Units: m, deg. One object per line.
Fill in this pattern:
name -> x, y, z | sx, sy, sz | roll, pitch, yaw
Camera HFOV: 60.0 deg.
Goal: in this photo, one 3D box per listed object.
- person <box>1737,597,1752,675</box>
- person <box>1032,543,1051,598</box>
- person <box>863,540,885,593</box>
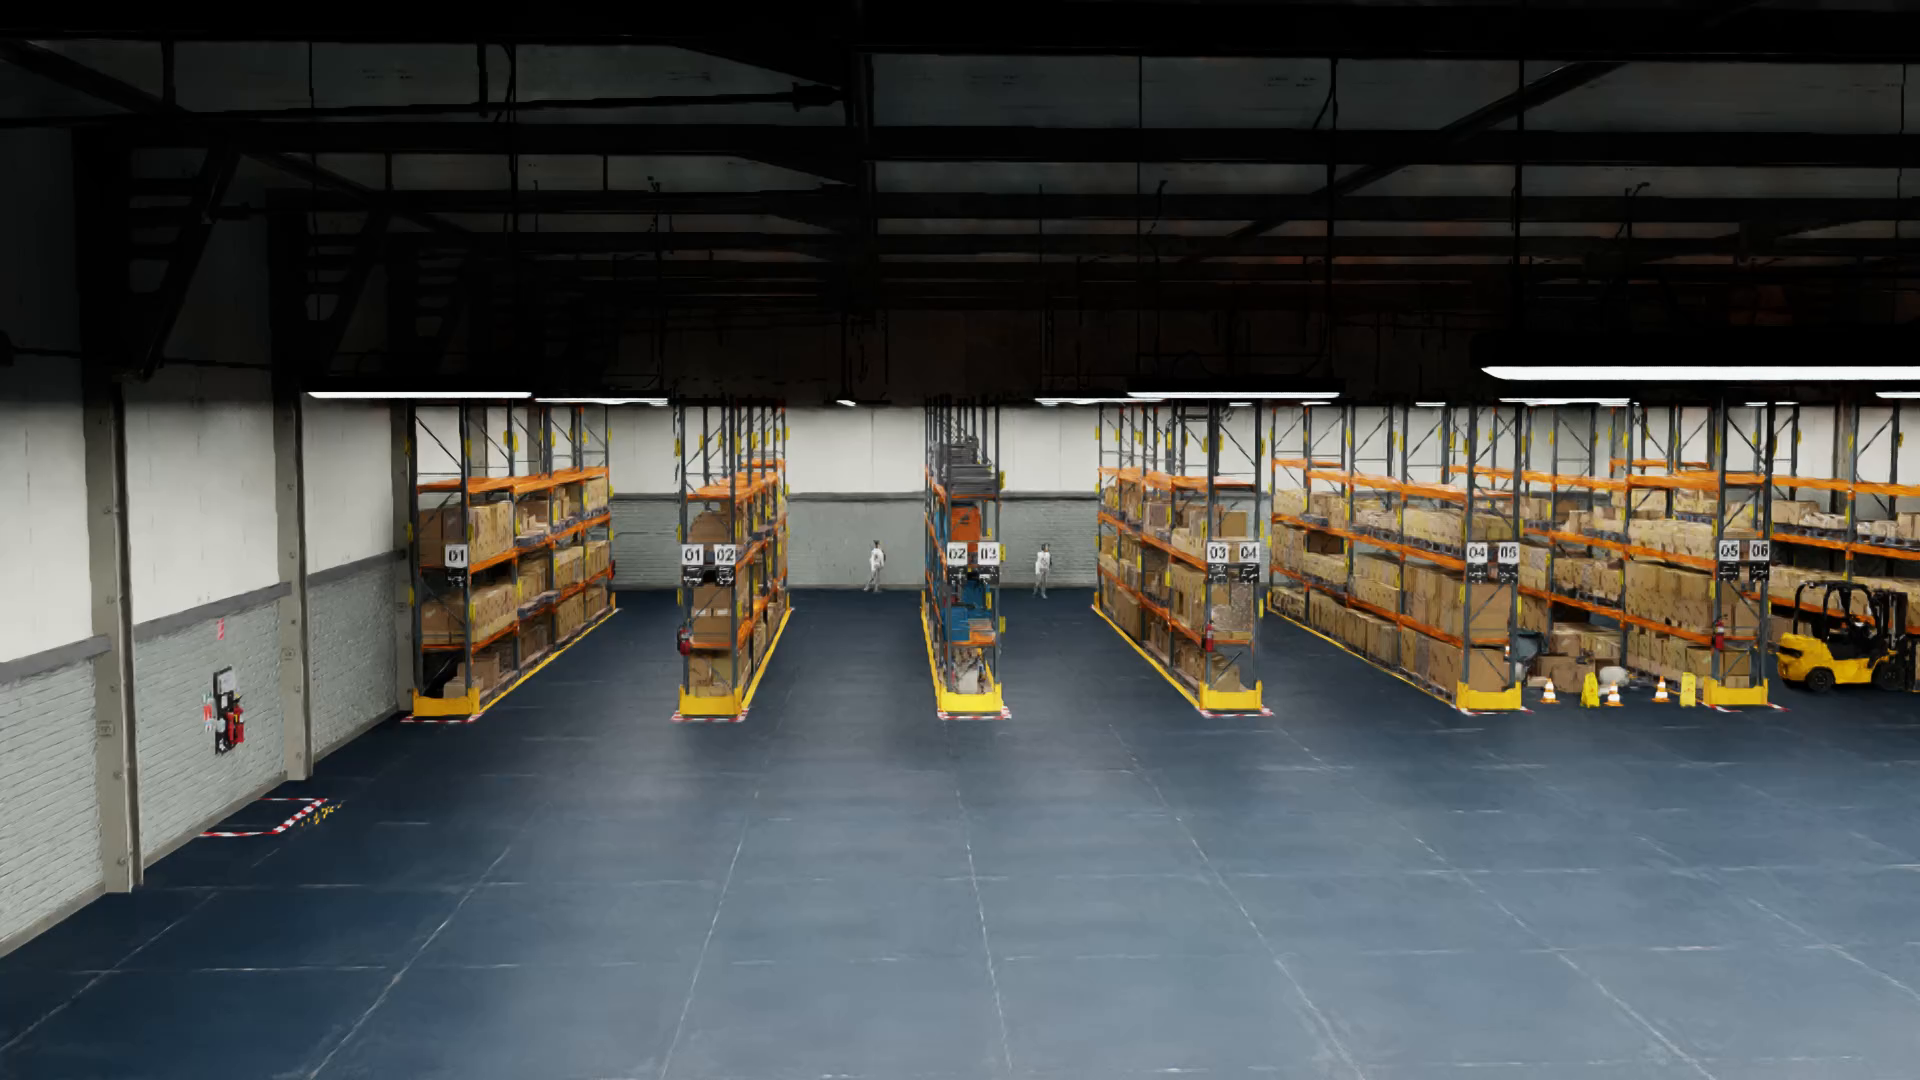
person -> 16.798, 2.054, 35.736 | 0.468, 1.677, 0.497 | 2, 5, 27
person -> 2.471, 0.906, 50.533 | 0.531, 1.664, 0.532 | -4, 6, -38
person -> -2.683, 0.818, 51.645 | 0.663, 1.663, 0.501 | -4, 6, -45
